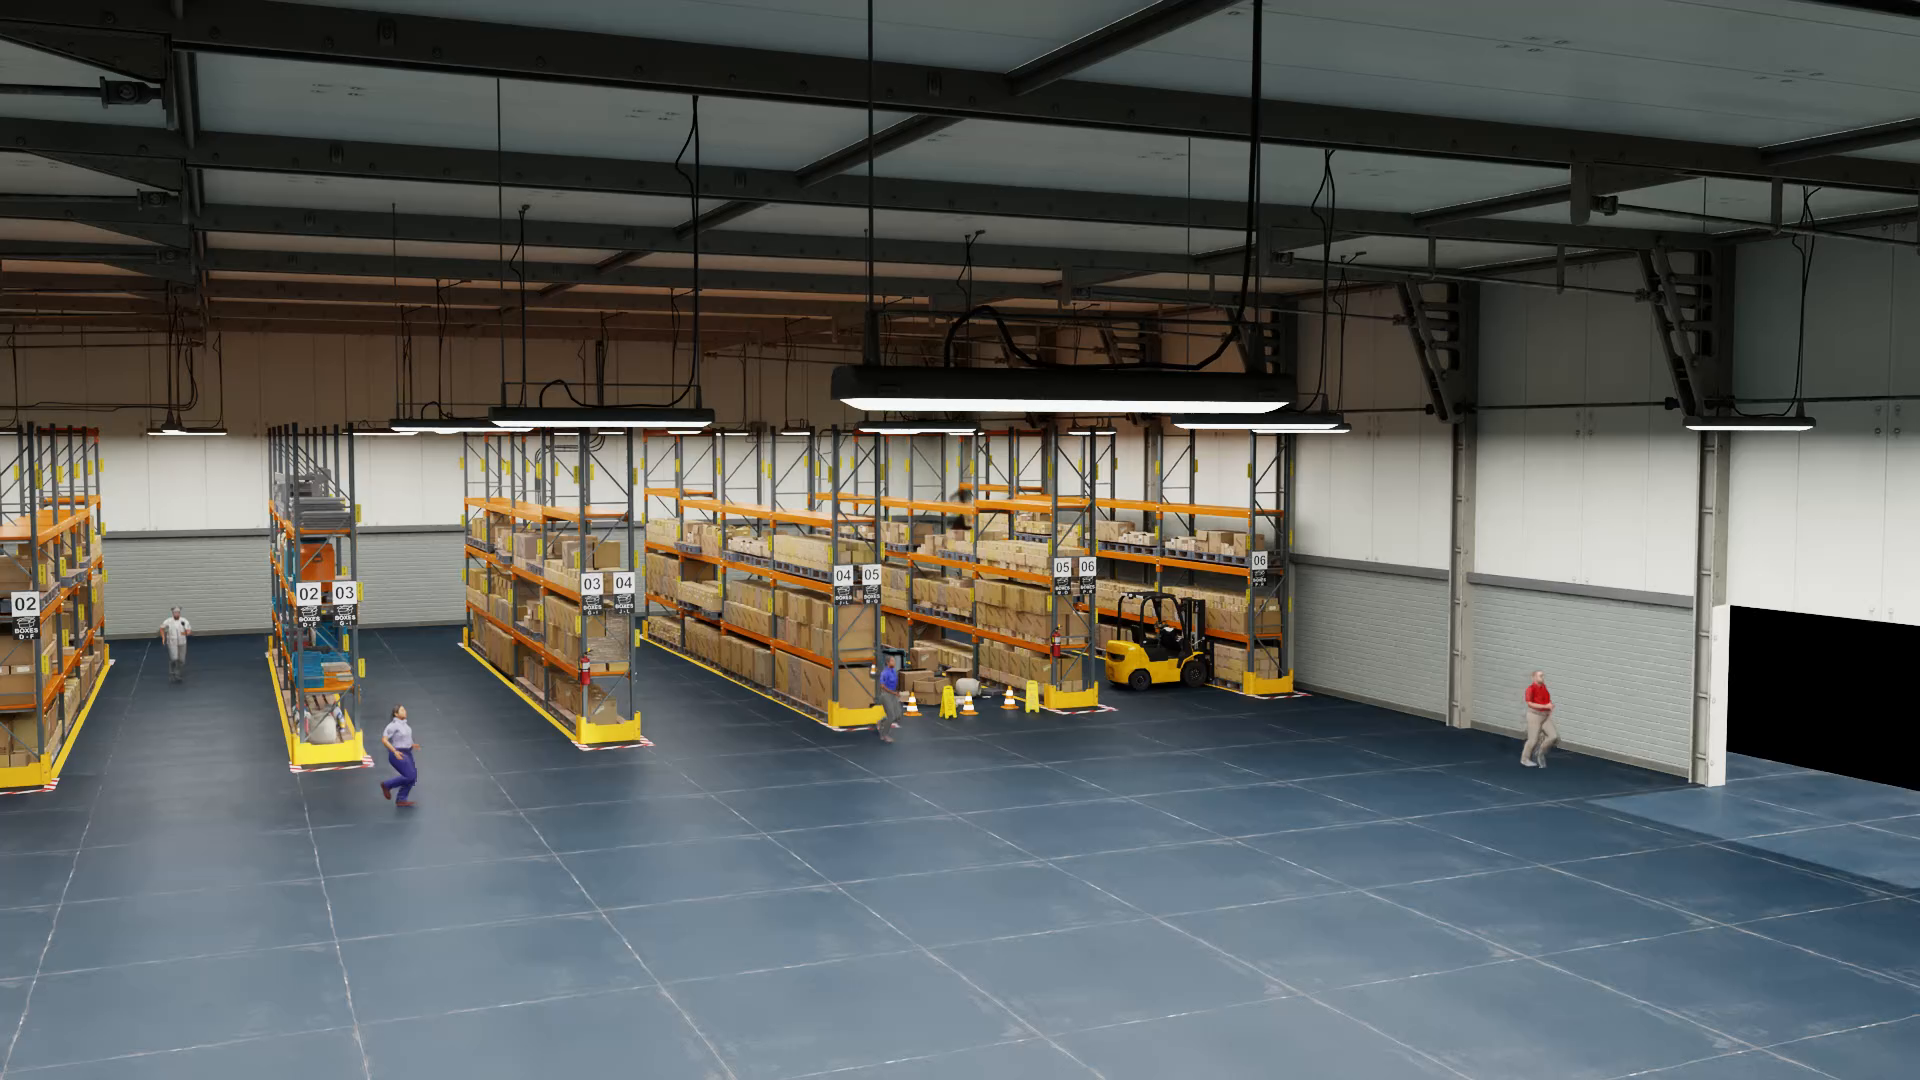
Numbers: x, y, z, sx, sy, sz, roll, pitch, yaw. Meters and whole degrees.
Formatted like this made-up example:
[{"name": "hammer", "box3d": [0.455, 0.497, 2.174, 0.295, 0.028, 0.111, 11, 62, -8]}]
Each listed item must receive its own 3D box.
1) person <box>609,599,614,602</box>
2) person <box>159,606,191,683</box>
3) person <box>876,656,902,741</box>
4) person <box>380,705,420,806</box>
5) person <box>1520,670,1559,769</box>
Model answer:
[{"name": "person", "box3d": [-9.312, 2.164, 45.326, 0.678, 1.603, 0.796, -1, 4, -18]}, {"name": "person", "box3d": [-18.433, 2.455, 39.148, 0.634, 1.809, 0.722, -3, 4, -38]}, {"name": "person", "box3d": [-1.340, 2.999, 31.561, 0.596, 1.618, 0.619, 1, 4, 23]}, {"name": "person", "box3d": [-8.702, 3.350, 25.875, 0.542, 1.591, 0.621, 0, 3, 3]}, {"name": "person", "box3d": [10.042, 3.112, 28.772, 0.641, 1.729, 0.692, -2, 4, -31]}]
